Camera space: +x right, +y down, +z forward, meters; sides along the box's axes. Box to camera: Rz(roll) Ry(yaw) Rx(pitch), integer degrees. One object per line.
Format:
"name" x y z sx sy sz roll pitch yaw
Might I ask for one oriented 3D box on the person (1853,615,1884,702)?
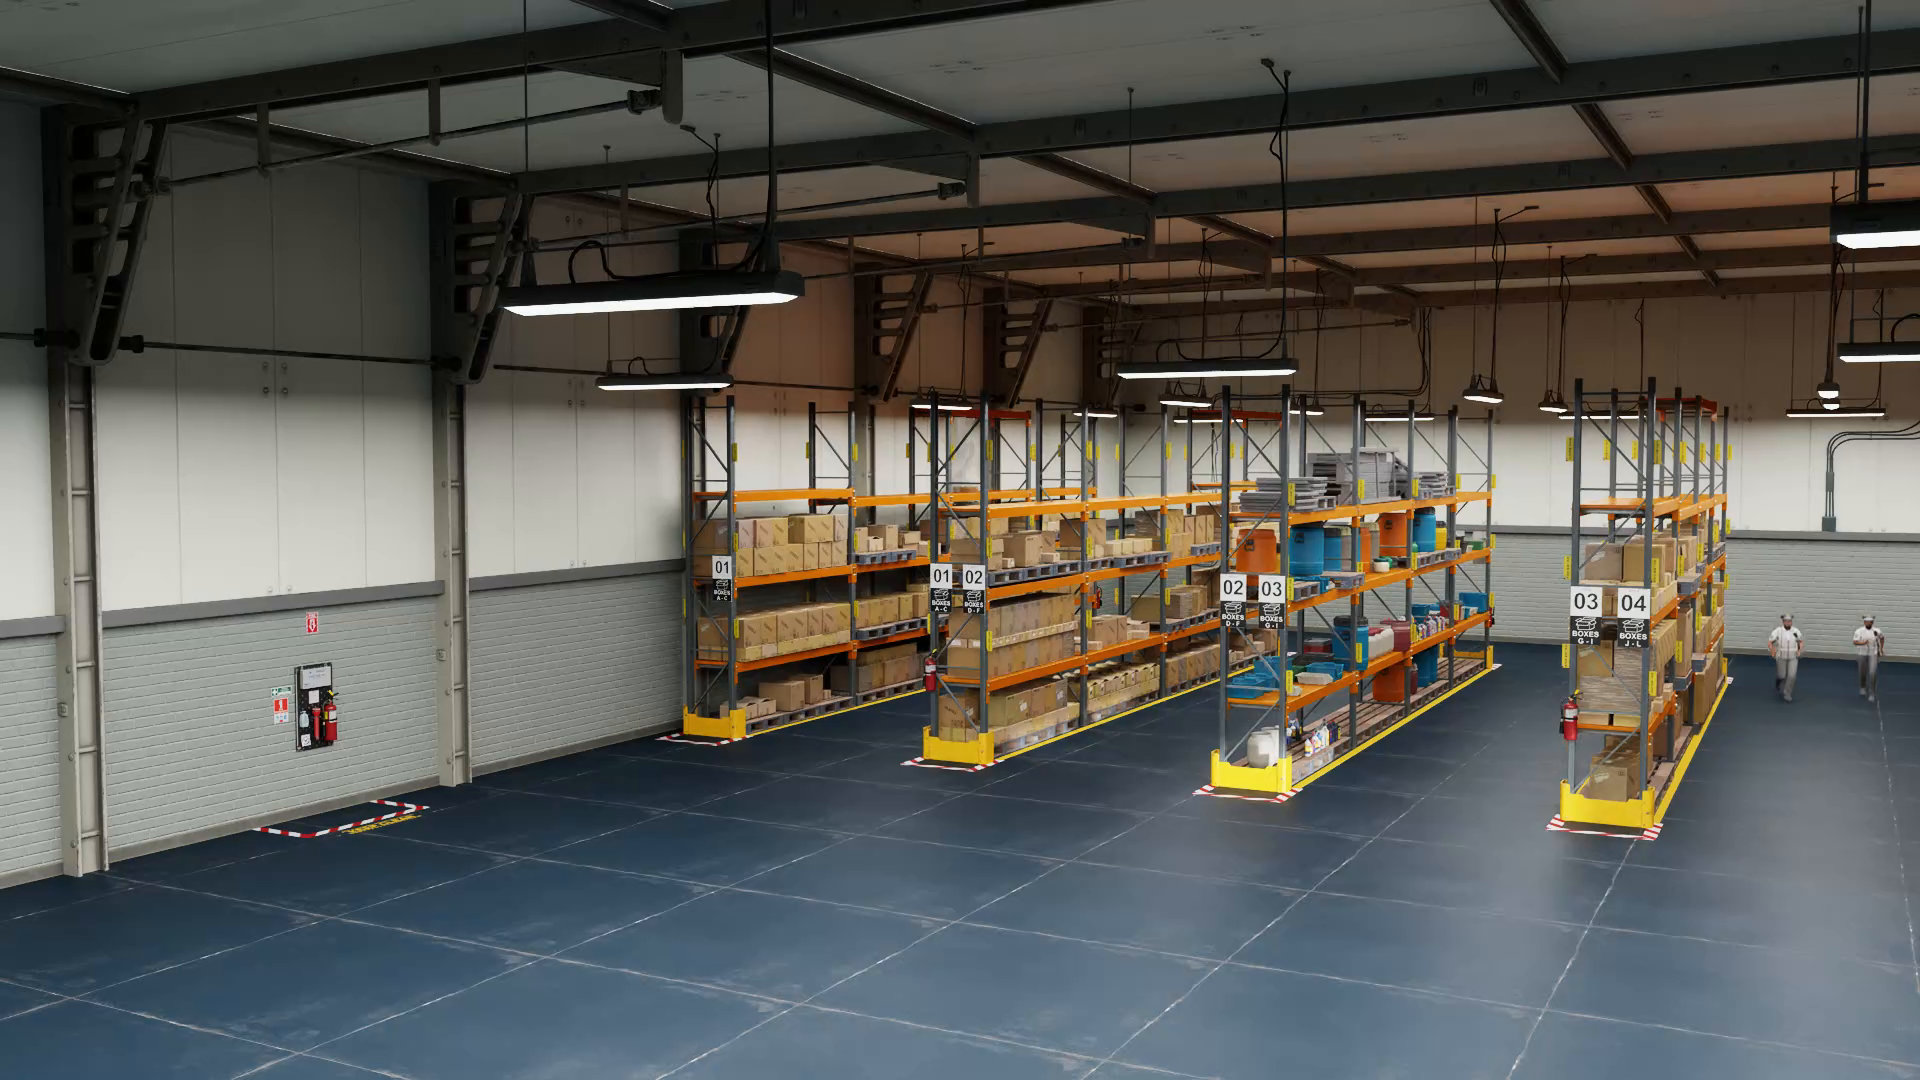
"person" 18.446 2.381 33.773 0.558 1.735 0.855 2 3 28

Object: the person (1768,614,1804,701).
"person" 16.806 2.361 33.813 0.671 1.745 0.647 1 3 18
